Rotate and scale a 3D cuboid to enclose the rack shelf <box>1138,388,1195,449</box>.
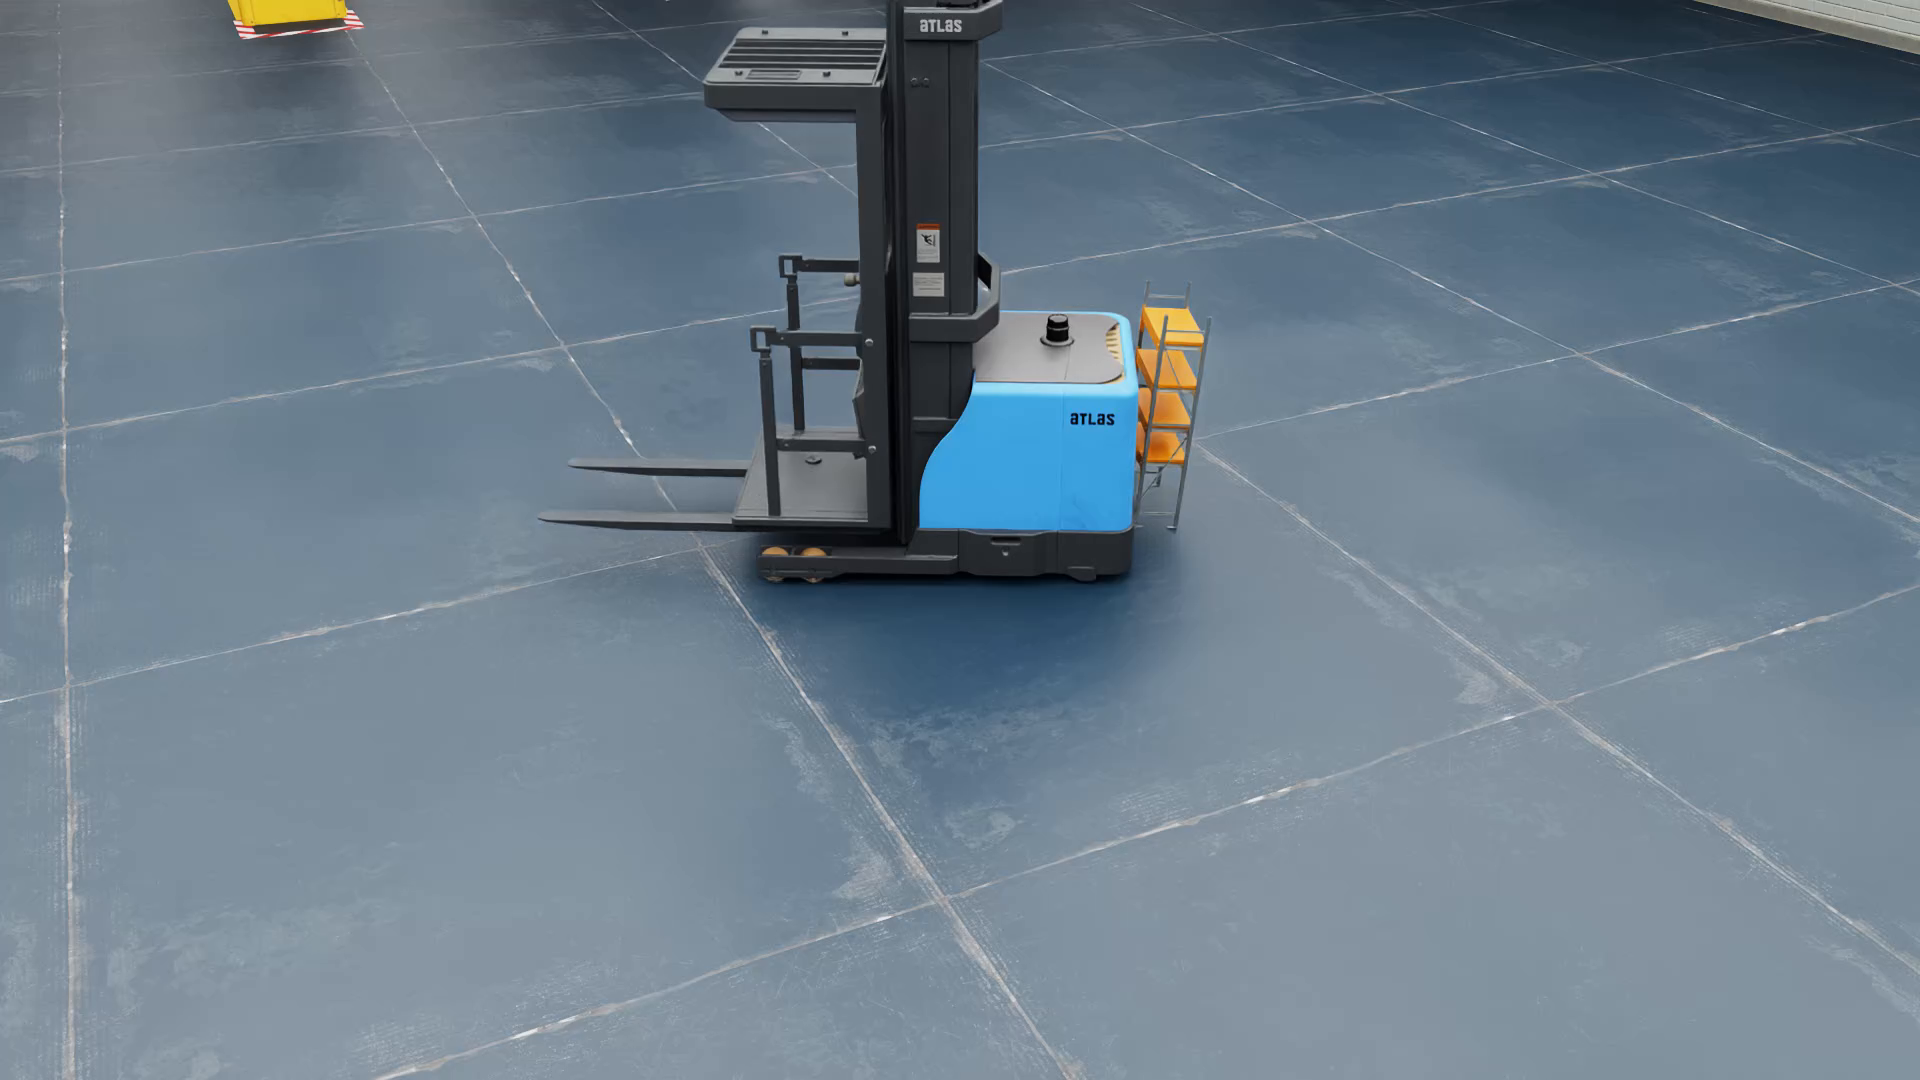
[{"bbox_3d":[1.059,-0.650,8.801,0.258,0.148,0.480,2,29,-6],"label":"rack shelf"}]

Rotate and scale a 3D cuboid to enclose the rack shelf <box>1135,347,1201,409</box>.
[{"bbox_3d":[1.078,-0.846,8.693,0.258,0.148,0.480,2,29,-6],"label":"rack shelf"}]

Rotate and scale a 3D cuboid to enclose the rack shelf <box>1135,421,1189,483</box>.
[{"bbox_3d":[1.043,-0.477,8.896,0.258,0.148,0.480,2,29,-6],"label":"rack shelf"}]

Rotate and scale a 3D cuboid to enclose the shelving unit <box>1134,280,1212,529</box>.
[{"bbox_3d":[1.065,-0.709,8.768,0.258,1.200,0.503,2,29,-6],"label":"shelving unit"}]

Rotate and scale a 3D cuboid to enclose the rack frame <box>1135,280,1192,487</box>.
[{"bbox_3d":[1.045,-0.828,8.980,0.240,1.200,0.015,2,29,-6],"label":"rack frame"}]

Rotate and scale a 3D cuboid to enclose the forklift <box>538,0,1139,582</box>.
[{"bbox_3d":[-0.632,-1.326,8.118,3.031,2.935,1.130,1,29,2],"label":"forklift"}]

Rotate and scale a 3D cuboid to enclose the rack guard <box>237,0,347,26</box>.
[{"bbox_3d":[-7.934,-6.433,19.711,1.175,0.500,0.348,-13,32,-22],"label":"rack guard"}]

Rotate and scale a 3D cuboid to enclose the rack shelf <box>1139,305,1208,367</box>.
[{"bbox_3d":[1.097,-1.052,8.579,0.258,0.148,0.480,2,29,-6],"label":"rack shelf"}]

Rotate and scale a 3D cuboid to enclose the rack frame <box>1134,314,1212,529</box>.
[{"bbox_3d":[1.085,-0.590,8.556,0.240,1.200,0.015,2,29,-6],"label":"rack frame"}]
